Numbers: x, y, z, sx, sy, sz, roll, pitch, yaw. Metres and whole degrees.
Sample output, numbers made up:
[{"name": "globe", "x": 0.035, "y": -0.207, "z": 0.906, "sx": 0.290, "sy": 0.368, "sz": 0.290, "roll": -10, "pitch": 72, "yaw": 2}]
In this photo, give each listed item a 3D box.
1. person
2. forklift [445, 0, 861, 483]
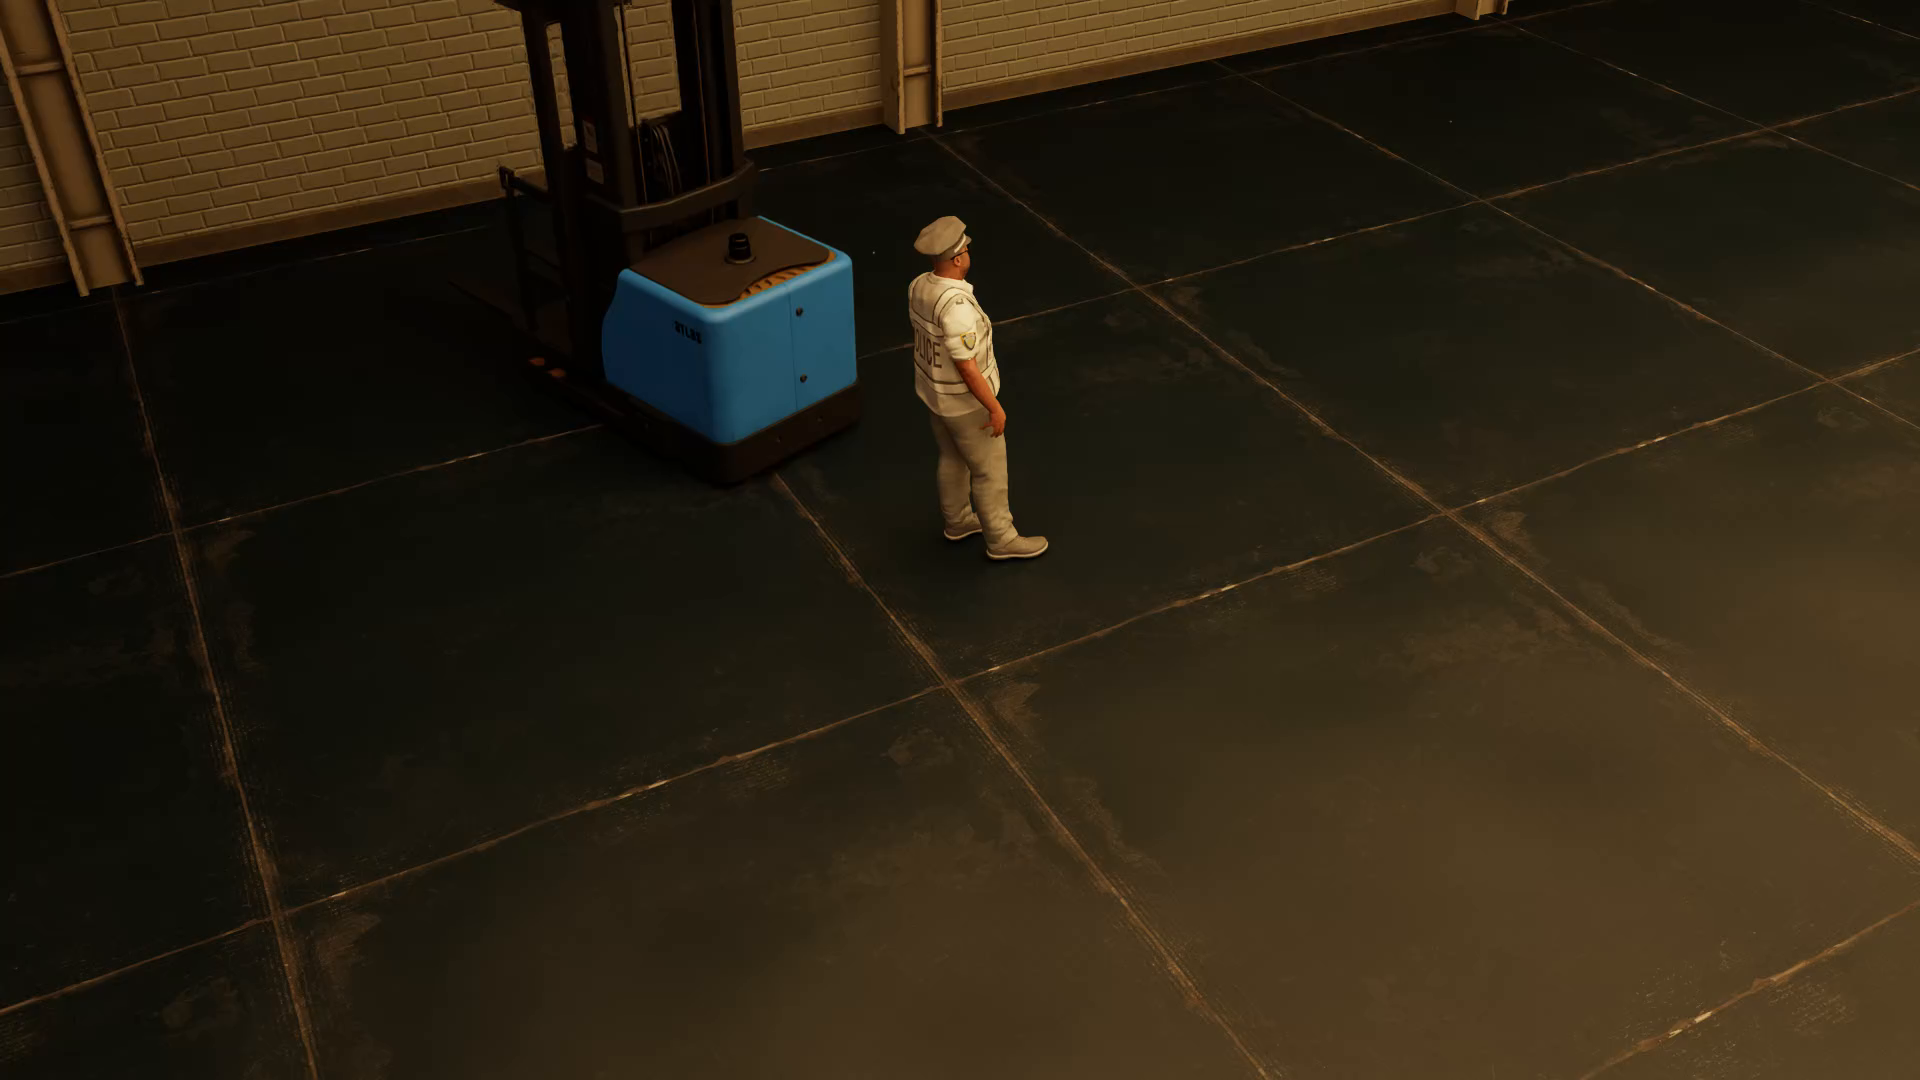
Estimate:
[{"name": "person", "x": 0.074, "y": -0.748, "z": 8.165, "sx": 0.575, "sy": 1.780, "sz": 0.640, "roll": -17, "pitch": 39, "yaw": -23}, {"name": "forklift", "x": -1.981, "y": -2.243, "z": 9.297, "sx": 3.031, "sy": 2.935, "sz": 1.130, "roll": 29, "pitch": 44, "yaw": 34}]
